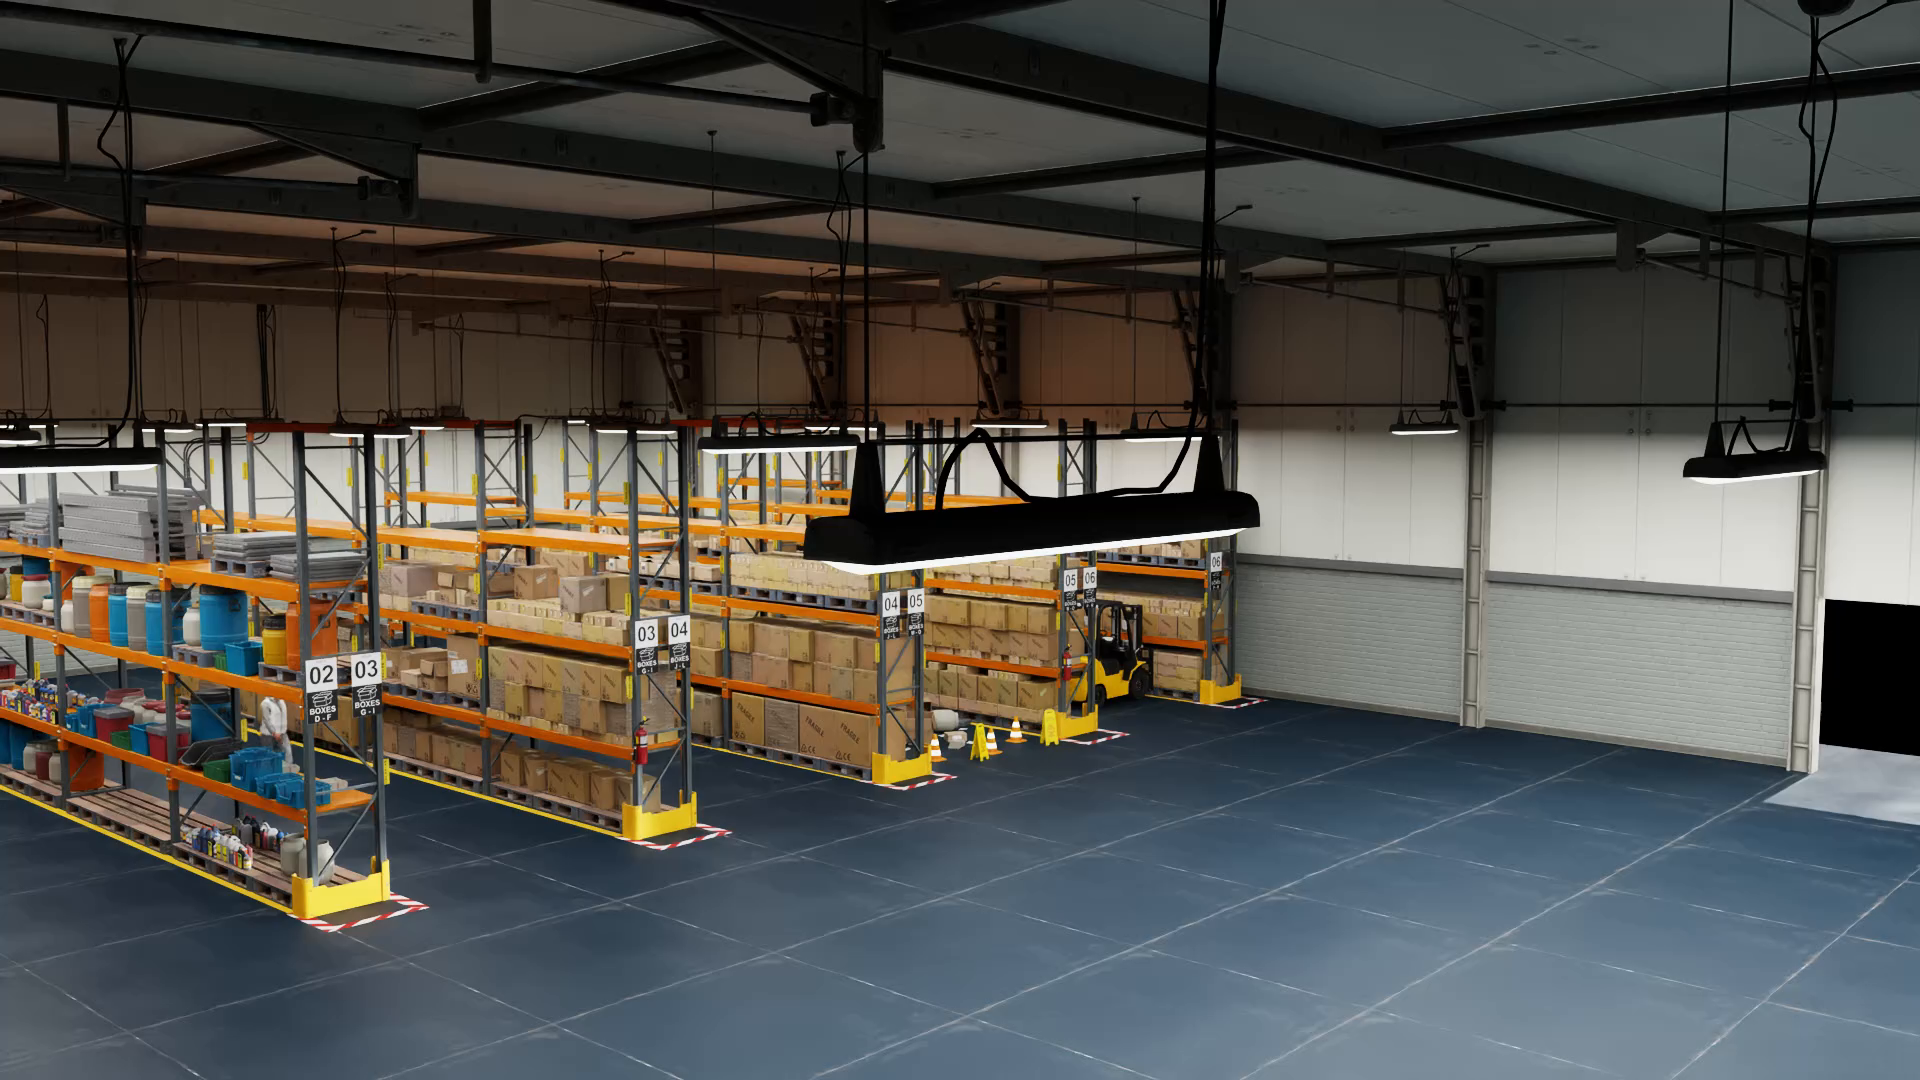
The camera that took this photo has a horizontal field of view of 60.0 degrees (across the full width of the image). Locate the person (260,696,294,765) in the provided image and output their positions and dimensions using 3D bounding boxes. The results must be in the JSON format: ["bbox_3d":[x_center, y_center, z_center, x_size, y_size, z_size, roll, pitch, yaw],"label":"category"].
[{"bbox_3d":[-11.352,3.194,27.692,1.015,1.710,0.535,2,5,26],"label":"person"}]
